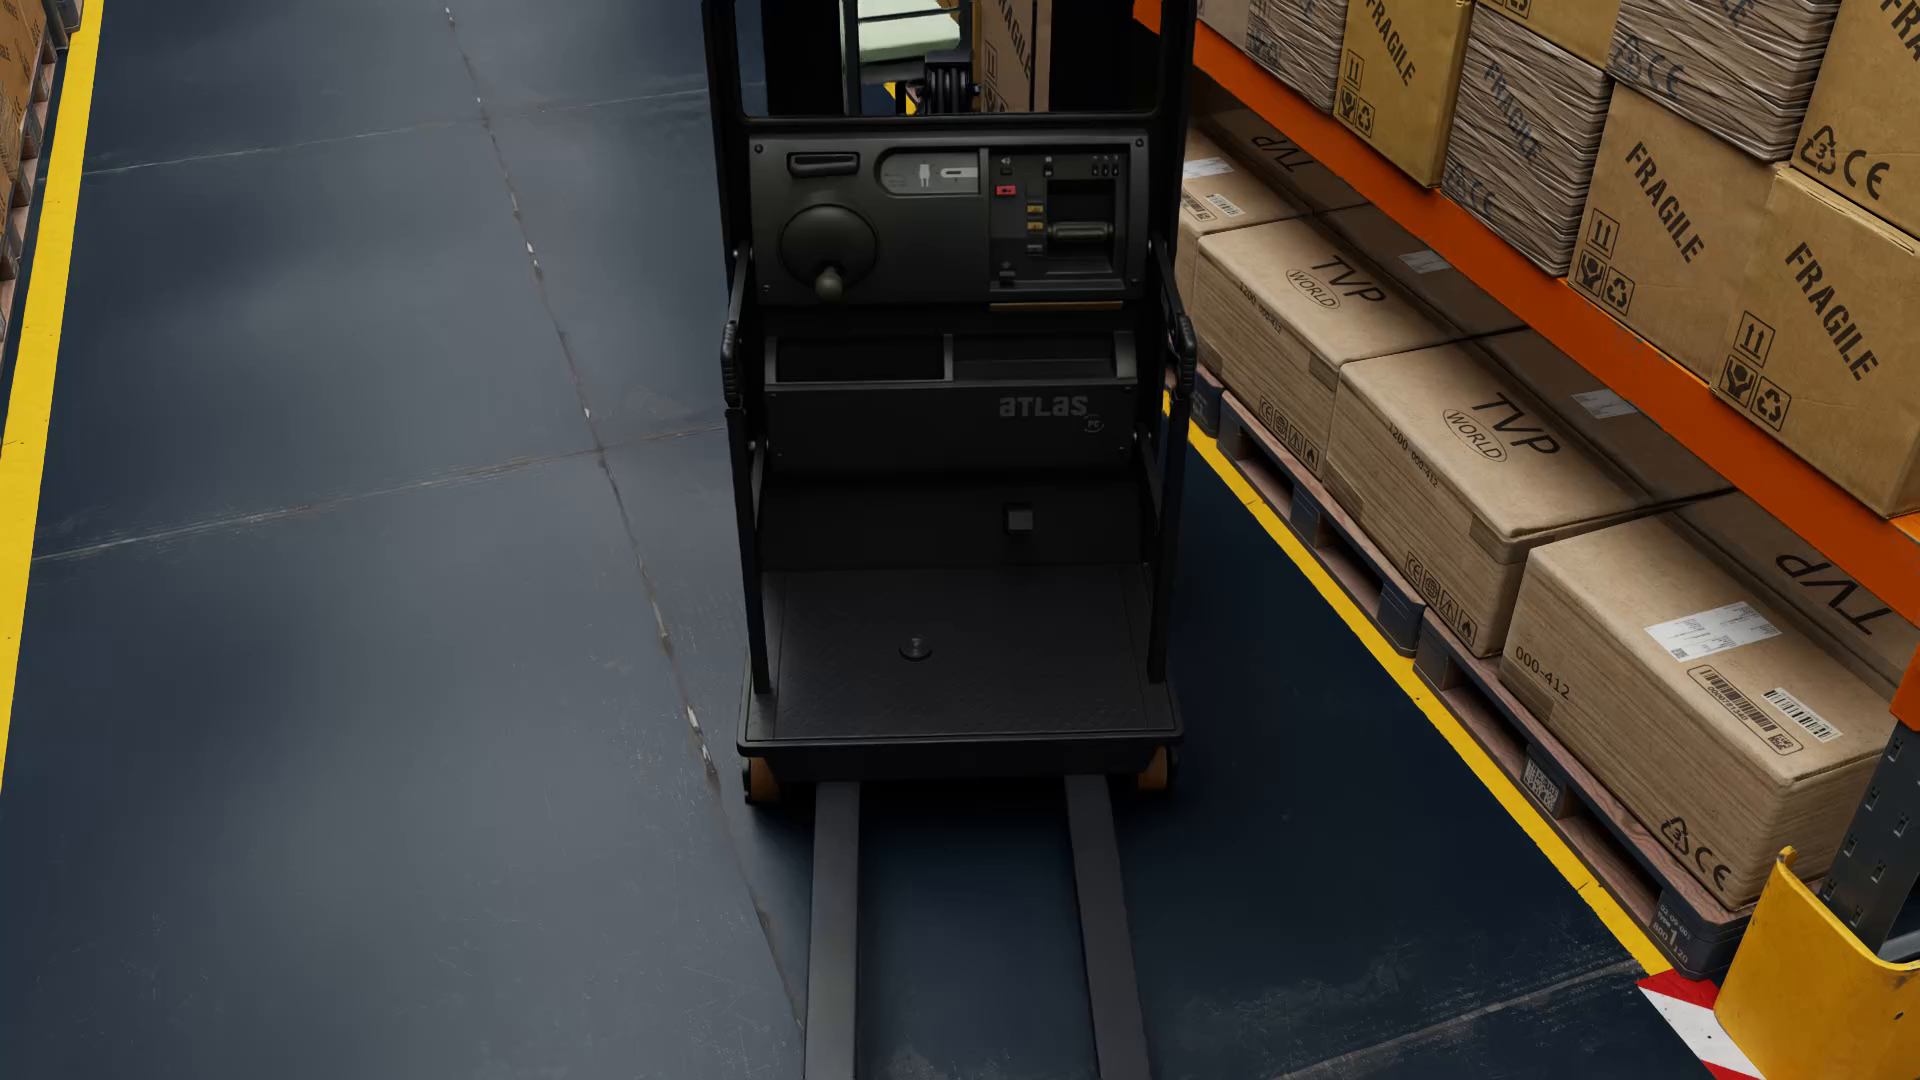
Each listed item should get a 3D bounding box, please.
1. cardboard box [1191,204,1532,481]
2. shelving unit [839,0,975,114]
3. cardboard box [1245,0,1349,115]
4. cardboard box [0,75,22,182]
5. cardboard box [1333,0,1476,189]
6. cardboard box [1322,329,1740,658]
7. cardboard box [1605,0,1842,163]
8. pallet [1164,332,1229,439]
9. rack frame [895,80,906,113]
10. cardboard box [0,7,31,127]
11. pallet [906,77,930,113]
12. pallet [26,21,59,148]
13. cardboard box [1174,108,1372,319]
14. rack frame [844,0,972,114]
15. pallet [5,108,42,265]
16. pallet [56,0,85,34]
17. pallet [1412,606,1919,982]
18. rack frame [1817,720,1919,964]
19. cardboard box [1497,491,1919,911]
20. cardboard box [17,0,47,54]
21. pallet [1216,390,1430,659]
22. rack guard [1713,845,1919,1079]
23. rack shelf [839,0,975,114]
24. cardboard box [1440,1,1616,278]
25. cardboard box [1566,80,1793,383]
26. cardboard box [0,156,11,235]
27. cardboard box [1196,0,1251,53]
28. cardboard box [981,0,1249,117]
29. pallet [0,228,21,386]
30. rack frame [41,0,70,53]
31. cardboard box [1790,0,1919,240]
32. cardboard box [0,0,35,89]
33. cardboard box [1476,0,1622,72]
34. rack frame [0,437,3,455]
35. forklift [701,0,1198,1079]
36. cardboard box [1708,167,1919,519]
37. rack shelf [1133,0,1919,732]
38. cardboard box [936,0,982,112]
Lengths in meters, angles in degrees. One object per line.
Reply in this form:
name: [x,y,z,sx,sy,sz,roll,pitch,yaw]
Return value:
cardboard box: [1.354,-0.690,5.453,0.875,0.438,0.875,-14,39,-17]
shelving unit: [-0.271,-1.289,5.715,0.431,1.500,0.755,-11,38,-15]
cardboard box: [1.180,-1.581,4.773,0.500,0.500,0.500,-12,39,-16]
cardboard box: [-4.217,-1.763,6.826,0.500,0.500,0.500,-14,39,-18]
cardboard box: [1.358,-1.290,4.386,0.500,0.500,0.500,-11,38,-15]
cardboard box: [1.663,-0.180,4.776,0.875,0.438,0.875,-11,38,-15]
cardboard box: [1.710,-1.120,3.329,0.500,0.500,0.500,-12,39,-16]
pallet: [1.118,-0.868,6.227,1.003,0.211,1.213,-12,39,-16]
rack frame: [-0.388,-1.498,5.992,0.400,1.500,0.023,-11,38,-15]
cardboard box: [-4.413,-2.053,7.211,0.500,0.500,0.500,-11,38,-14]
pallet: [0.170,-2.425,8.294,1.003,0.211,1.213,-12,39,-16]
pallet: [-4.884,-2.114,7.882,1.003,0.211,1.213,-12,39,-16]
cardboard box: [1.046,-1.195,6.124,0.875,0.438,0.875,-13,39,-17]
rack frame: [-0.155,-1.080,5.438,0.400,1.500,0.023,-11,38,-15]
pallet: [-4.468,-1.426,6.968,1.003,0.211,1.213,-12,39,-16]
pallet: [-5.352,-3.017,9.080,1.003,0.211,1.213,-12,39,-16]
pallet: [1.958,0.510,4.397,1.003,0.211,1.213,-12,39,-16]
rack frame: [2.307,-0.168,2.980,1.000,3.000,0.127,-12,39,-16]
cardboard box: [1.986,0.335,4.092,0.875,0.438,0.875,-14,39,-17]
cardboard box: [-4.758,-2.633,7.981,0.500,0.500,0.500,-11,38,-15]
pallet: [1.542,-0.178,5.311,1.003,0.211,1.213,-12,39,-16]
rack guard: [2.315,0.844,3.714,1.175,0.500,0.348,-12,39,-16]
rack shelf: [-0.271,-1.601,5.480,0.431,0.370,0.720,-11,38,-15]
cardboard box: [1.547,-1.001,4.003,0.500,0.500,0.500,-11,38,-15]
cardboard box: [1.734,-0.713,3.620,0.500,0.500,0.500,-13,39,-17]
cardboard box: [-4.044,-1.469,6.435,0.500,0.500,0.500,-14,39,-17]
cardboard box: [1.015,-1.863,5.148,0.500,0.500,0.500,-12,39,-16]
cardboard box: [0.642,-2.081,6.936,0.875,0.875,0.875,-11,38,-15]
pallet: [-4.044,-0.736,6.052,1.003,0.211,1.213,-12,39,-16]
rack frame: [-5.105,-3.658,7.613,1.000,3.000,0.127,-12,39,-16]
cardboard box: [1.917,-0.831,2.945,0.500,0.500,0.500,-11,38,-14]
cardboard box: [-4.596,-2.348,7.602,0.500,0.500,0.500,-13,39,-17]
cardboard box: [1.543,-1.400,3.701,0.500,0.500,0.500,-13,39,-16]
rack frame: [-3.729,-1.398,4.613,1.000,3.000,0.127,-12,39,-16]
forklift: [-0.013,-0.686,3.725,1.130,2.935,3.031,-1,37,-2]
cardboard box: [1.892,-0.426,3.239,0.500,0.500,0.500,-12,39,-16]
rack shelf: [1.618,-1.011,4.697,1.077,0.370,4.000,-12,39,-16]
cardboard box: [0.324,-2.589,7.611,0.875,0.875,0.875,-11,38,-15]
